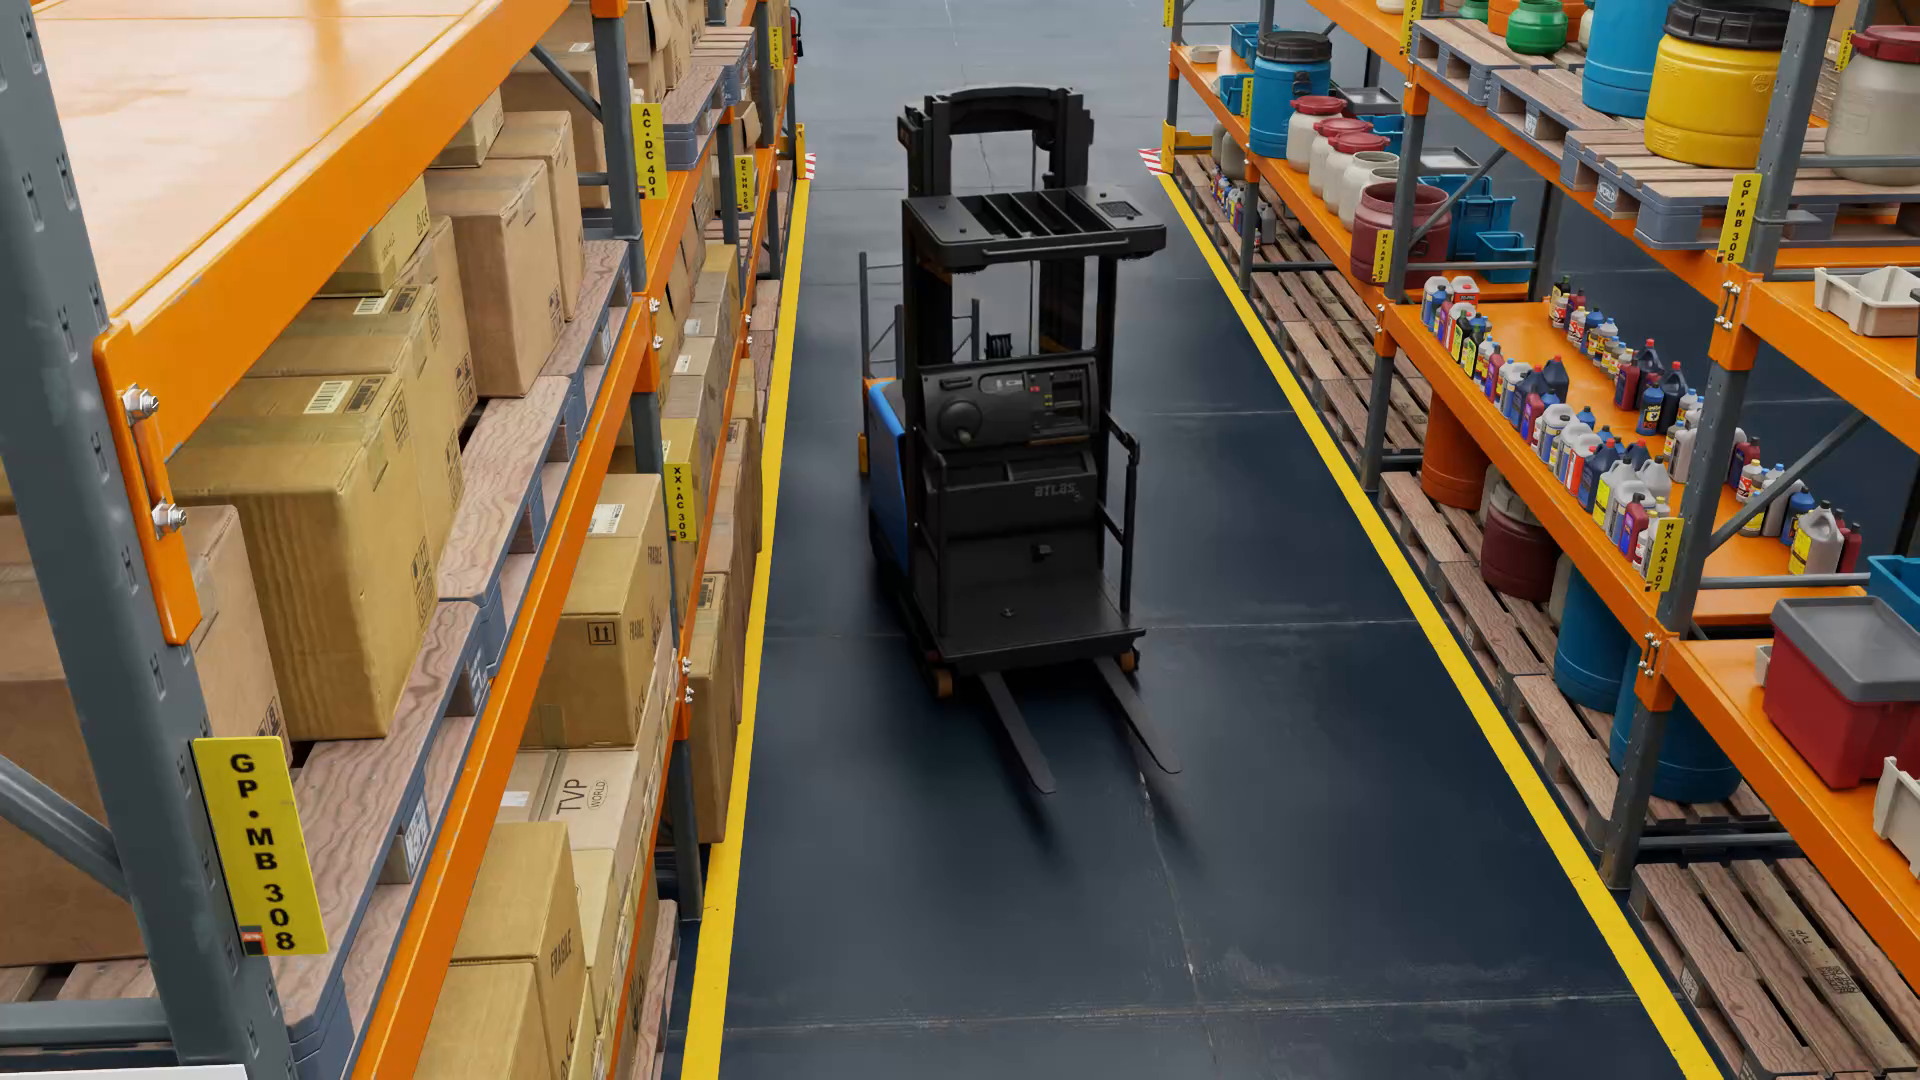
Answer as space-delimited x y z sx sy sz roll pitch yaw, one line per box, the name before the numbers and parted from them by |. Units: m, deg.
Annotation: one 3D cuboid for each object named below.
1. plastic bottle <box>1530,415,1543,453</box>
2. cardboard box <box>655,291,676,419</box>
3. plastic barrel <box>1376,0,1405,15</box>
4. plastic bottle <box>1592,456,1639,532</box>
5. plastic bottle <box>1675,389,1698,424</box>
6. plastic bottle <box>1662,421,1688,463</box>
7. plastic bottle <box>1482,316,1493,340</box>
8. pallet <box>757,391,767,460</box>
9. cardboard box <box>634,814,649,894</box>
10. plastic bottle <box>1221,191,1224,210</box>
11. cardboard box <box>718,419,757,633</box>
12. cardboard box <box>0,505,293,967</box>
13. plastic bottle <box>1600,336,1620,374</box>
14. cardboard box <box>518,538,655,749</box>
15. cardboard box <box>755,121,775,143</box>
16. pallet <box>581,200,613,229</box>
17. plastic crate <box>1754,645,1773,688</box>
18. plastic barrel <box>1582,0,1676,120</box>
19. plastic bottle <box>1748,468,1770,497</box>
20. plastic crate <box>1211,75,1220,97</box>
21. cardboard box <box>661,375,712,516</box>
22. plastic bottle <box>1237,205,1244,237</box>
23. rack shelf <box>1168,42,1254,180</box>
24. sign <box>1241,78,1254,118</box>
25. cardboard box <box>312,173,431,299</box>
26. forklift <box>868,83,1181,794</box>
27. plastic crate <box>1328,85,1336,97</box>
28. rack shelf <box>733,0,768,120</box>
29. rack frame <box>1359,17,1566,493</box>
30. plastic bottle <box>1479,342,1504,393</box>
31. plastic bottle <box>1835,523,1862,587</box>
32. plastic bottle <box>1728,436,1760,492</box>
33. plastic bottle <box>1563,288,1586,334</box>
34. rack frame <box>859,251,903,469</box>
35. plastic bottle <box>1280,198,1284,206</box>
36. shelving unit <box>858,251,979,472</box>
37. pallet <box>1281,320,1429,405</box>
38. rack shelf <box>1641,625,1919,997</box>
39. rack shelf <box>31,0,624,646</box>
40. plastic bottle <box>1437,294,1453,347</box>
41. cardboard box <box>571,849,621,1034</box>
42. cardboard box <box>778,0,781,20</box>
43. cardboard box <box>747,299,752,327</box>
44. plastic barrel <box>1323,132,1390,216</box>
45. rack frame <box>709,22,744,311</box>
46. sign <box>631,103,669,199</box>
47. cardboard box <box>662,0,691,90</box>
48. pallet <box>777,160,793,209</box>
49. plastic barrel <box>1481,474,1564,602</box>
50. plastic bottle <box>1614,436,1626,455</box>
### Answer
plastic bottle | 2.898 -0.538 8.253 0.097 0.201 0.097 0 28 0
cardboard box | -1.673 -0.810 7.366 0.797 0.503 0.637 -1 28 -2
plastic barrel | 2.831 -3.526 10.672 0.301 0.262 0.301 0 28 0
plastic bottle | 2.965 -0.223 7.487 0.144 0.351 0.185 -1 28 -3
plastic bottle | 3.652 -0.628 8.350 0.097 0.271 0.097 0 28 0
plastic bottle | 3.512 -0.486 8.154 0.097 0.201 0.097 0 28 0
plastic bottle | 2.978 -1.178 9.479 0.097 0.201 0.097 0 28 0
pallet | -1.855 -0.680 11.326 1.003 0.211 1.213 -1 28 -3
cardboard box | -1.209 1.011 5.340 0.380 0.149 0.250 -1 28 -2
plastic bottle | 2.525 -3.229 15.748 0.097 0.201 0.097 0 28 0
cardboard box | -1.761 -0.069 8.982 1.225 0.875 0.875 -1 28 -2
cardboard box | -1.479 0.295 2.527 0.700 0.500 0.500 -3 28 -6
plastic bottle | 3.603 -1.026 9.188 0.097 0.201 0.097 0 28 0
cardboard box | -1.294 0.331 5.402 0.500 0.500 0.500 -1 28 -2
cardboard box | -1.735 -3.398 13.794 0.380 0.149 0.250 -1 28 -3
pallet | -1.704 -1.376 6.608 0.805 0.209 1.217 -2 28 -5
plastic crate | 3.221 0.480 6.306 0.396 0.136 0.243 -1 28 -3
plastic barrel | 3.098 -2.351 7.275 0.600 0.901 0.708 -1 28 -3
plastic bottle | 3.693 -0.231 7.665 0.097 0.201 0.097 0 28 0
plastic crate | 2.584 -4.150 15.248 0.530 0.136 0.437 -1 28 -3
cardboard box | -1.434 -0.435 7.732 0.500 0.500 0.500 -2 28 -4
plastic bottle | 2.590 -2.922 14.998 0.144 0.351 0.185 -3 28 -5
rack shelf | 2.817 -4.127 15.698 1.077 0.370 4.000 -1 28 -3
sign | 2.372 -3.637 13.681 0.100 0.325 0.005 -1 28 -3
cardboard box | -1.493 -0.732 3.685 0.500 0.250 0.500 -2 28 -4
forklift | 0.319 -0.666 8.358 1.130 2.935 3.031 -7 28 -13
plastic crate | 3.021 -3.740 14.244 0.767 0.338 0.504 -1 28 -3
rack shelf | -1.920 -3.491 11.233 1.077 0.370 4.000 -1 28 -3
rack frame | 3.131 -1.676 10.219 1.000 3.000 0.127 -1 28 -3
plastic bottle | 2.857 -0.930 8.928 0.097 0.271 0.097 0 28 0
plastic bottle | 3.746 0.044 7.049 0.061 0.283 0.133 -1 28 -3
plastic bottle | 3.700 -0.366 7.835 0.061 0.283 0.133 -1 28 -3
plastic bottle | 3.590 -1.341 9.703 0.061 0.283 0.133 -1 28 -3
rack frame | -0.393 -1.176 10.884 0.500 1.500 0.032 -7 28 -13
plastic bottle | 3.116 -3.294 15.872 0.097 0.201 0.097 0 28 0
shelving unit | -0.261 -0.945 10.440 0.587 1.500 1.083 -7 28 -13
pallet | 3.068 -1.360 12.629 1.003 0.211 1.213 -1 28 -3
rack shelf | 3.444 1.414 5.073 1.077 0.370 4.000 -1 28 -3
rack shelf | -1.502 -0.949 3.548 1.077 0.370 4.000 -1 28 -3
plastic bottle | 2.802 -1.263 9.555 0.061 0.283 0.133 -1 28 -3
cardboard box | -1.242 1.132 4.676 0.500 0.250 0.500 -2 28 -4
cardboard box | -1.884 -4.929 14.946 0.500 0.500 0.500 -1 28 -3
cardboard box | -2.008 -1.985 13.040 0.700 0.500 0.500 -2 28 -3
plastic barrel | 2.814 -2.597 11.839 0.433 0.535 0.433 0 28 0
rack frame | -1.816 -1.556 9.990 1.000 3.000 0.127 -1 28 -3
sign | -1.053 -1.317 5.643 0.100 0.325 0.005 -1 28 -3
cardboard box | -1.579 -2.440 7.879 0.500 0.500 0.500 0 28 0
pallet | -2.222 -3.603 16.930 1.003 0.211 1.213 -1 28 -3
plastic barrel | 3.232 -0.045 9.247 0.600 0.588 0.708 -1 28 -3
plastic bottle | 3.074 -0.359 7.833 0.097 0.271 0.097 0 28 0
